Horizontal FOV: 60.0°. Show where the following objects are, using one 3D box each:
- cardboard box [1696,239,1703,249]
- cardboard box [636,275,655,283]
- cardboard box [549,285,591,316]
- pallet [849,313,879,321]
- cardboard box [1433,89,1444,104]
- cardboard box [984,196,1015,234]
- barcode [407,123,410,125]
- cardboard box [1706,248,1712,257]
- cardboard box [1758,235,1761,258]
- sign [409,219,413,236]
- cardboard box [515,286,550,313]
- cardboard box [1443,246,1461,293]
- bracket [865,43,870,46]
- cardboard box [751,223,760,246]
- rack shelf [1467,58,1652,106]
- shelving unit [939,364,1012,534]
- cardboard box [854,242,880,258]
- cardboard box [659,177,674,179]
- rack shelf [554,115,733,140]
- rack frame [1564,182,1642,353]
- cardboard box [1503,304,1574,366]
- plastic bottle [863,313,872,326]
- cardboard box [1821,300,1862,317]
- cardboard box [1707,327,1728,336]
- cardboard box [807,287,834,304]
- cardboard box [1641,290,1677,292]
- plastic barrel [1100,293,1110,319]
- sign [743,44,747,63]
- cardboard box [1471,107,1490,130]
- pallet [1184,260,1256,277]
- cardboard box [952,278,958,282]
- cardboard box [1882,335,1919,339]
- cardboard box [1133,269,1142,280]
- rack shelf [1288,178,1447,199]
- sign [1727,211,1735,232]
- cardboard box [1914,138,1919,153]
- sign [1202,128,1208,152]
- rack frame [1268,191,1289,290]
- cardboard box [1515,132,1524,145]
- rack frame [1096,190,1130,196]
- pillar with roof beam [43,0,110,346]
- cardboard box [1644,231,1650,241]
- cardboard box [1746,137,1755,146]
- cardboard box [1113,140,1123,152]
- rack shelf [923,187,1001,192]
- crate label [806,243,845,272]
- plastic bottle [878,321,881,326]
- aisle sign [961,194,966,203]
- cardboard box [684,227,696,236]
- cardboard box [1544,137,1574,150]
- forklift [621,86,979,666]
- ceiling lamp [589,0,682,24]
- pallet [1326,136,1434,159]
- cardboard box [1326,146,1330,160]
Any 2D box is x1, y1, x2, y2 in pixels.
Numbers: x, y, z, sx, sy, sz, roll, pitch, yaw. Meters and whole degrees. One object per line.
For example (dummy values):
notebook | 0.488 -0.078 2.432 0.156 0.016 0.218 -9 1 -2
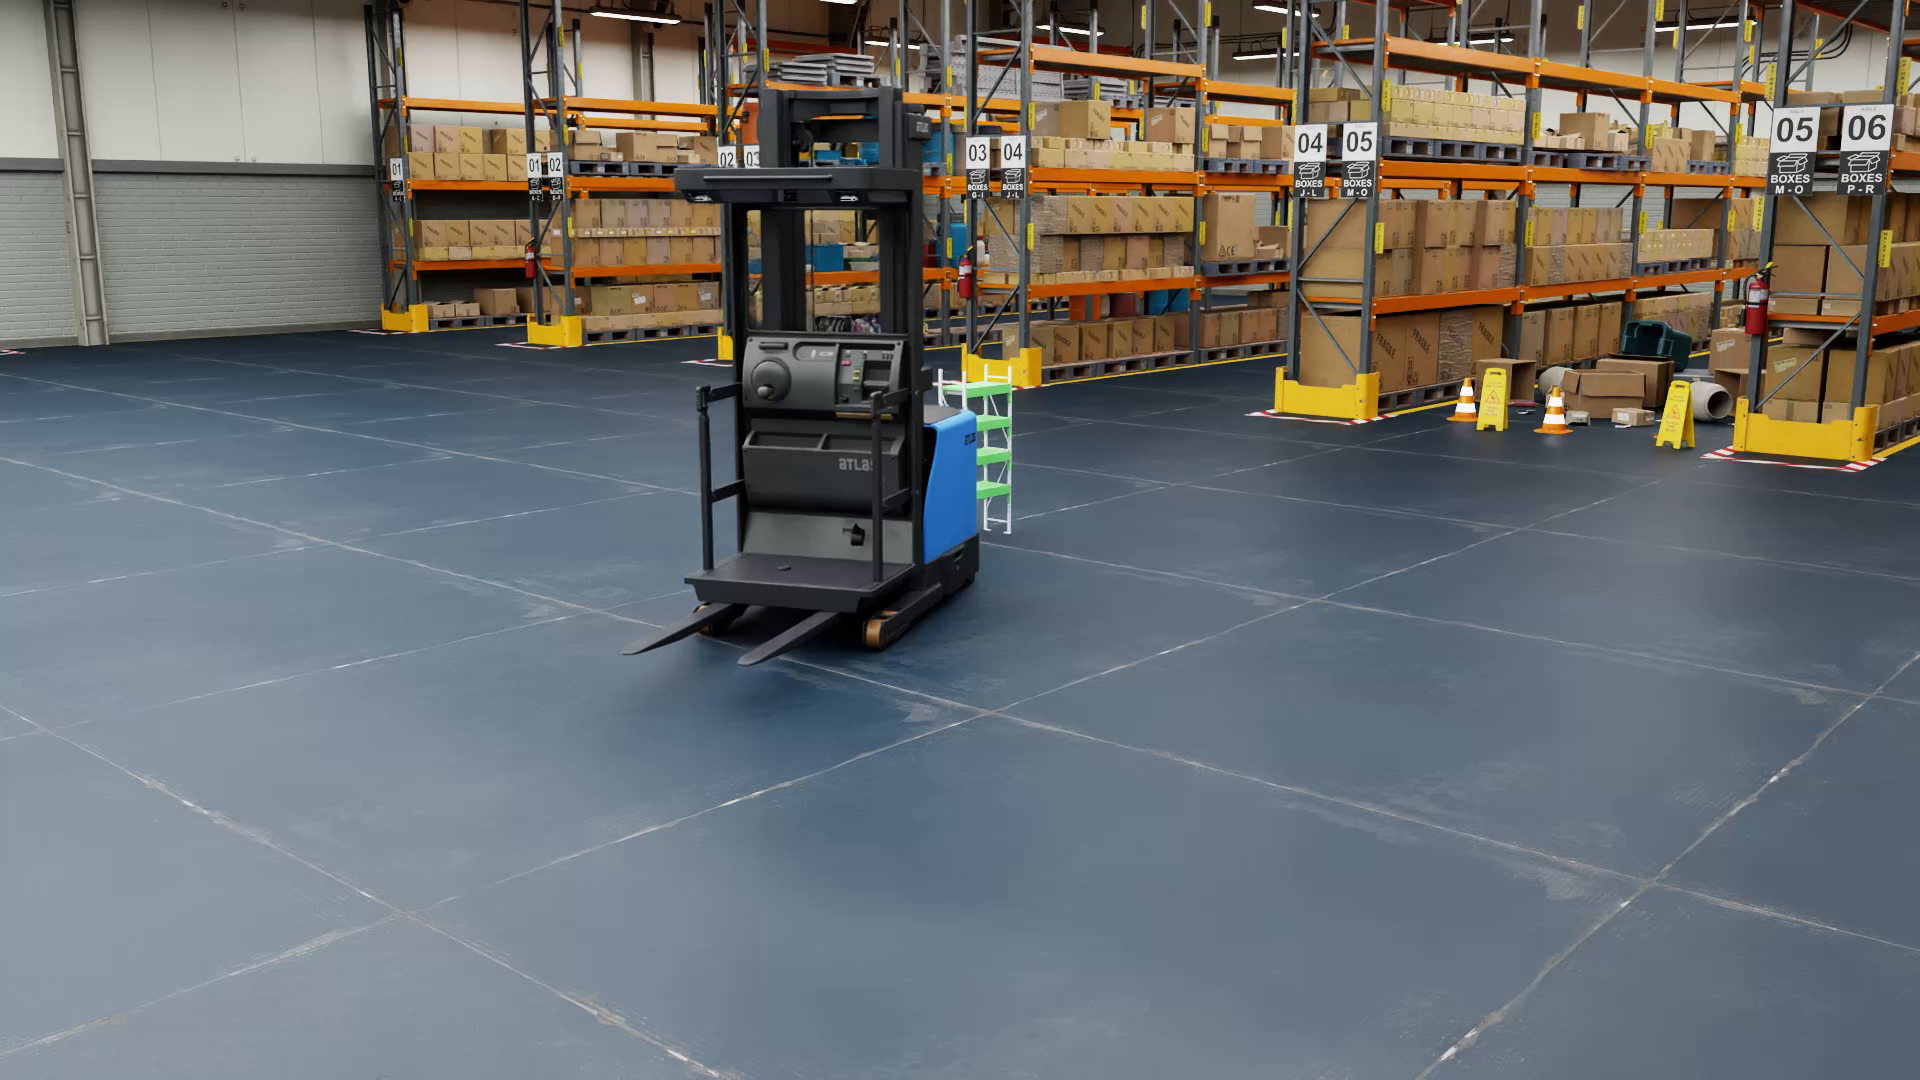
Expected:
cardboard box | 11.626 -4.737 26.580 0.380 0.149 0.250 11 15 43
cardboard box | -6.921 -5.678 35.828 0.500 0.250 0.500 9 15 39
cardboard box | -6.810 -4.182 29.026 0.500 0.500 0.500 10 15 40
pallet | -2.232 -4.533 33.869 1.003 0.211 1.213 10 15 40
cardboard box | 5.289 -5.053 18.973 0.380 0.149 0.250 9 15 39
cardboard box | 0.676 -4.356 22.297 0.500 0.500 0.500 10 15 40
barcode | -10.571 -7.953 31.874 0.001 0.075 0.075 10 15 40
cardboard box | 11.965 -4.666 26.985 0.380 0.149 0.250 9 15 39
cardboard box | 13.608 -5.129 28.716 0.500 0.500 0.500 11 16 43
sign | -10.256 -5.834 31.052 0.100 0.325 0.005 10 15 40
cardboard box | -8.678 -4.900 33.845 0.500 0.500 0.500 8 14 36
cardboard box | 5.498 -3.269 20.039 0.875 0.550 0.500 10 15 40
bracket | -2.390 -12.182 40.538 0.235 0.232 0.430 10 15 40
cardboard box | -4.870 -6.900 37.532 0.500 0.500 0.500 10 15 42
rack shelf | 8.118 -6.178 22.525 1.077 0.370 4.000 10 15 40
shelving unit | 0.109 -0.613 11.716 0.258 1.200 0.503 10 15 40
cardboard box | -1.932 -5.925 33.946 0.500 0.311 0.500 11 16 44
cardboard box | -6.308 -8.009 36.180 0.637 0.503 0.797 -10 15 -40
rack shelf | -6.703 -8.755 35.429 1.077 0.370 4.000 10 15 40
rack frame | 9.438 -4.079 24.476 1.000 3.000 0.127 10 15 40
cardboard box | 7.780 -2.838 22.932 1.050 0.750 0.750 10 15 40
plastic bottle | -1.551 -3.611 27.772 0.144 0.351 0.185 9 14 38
cardboard box | 8.322 -2.177 15.594 0.380 0.149 0.250 10 15 41
cardboard box | 12.561 -3.488 27.721 0.380 0.149 0.250 9 14 38
cardboard box | -2.826 -4.816 32.680 0.500 0.311 0.500 10 15 42
cardboard box | 11.393 -3.941 27.180 0.500 0.250 0.500 9 14 38
plastic barrel | 2.675 -4.530 32.015 0.421 0.512 0.421 0 11 0
sign | -3.899 -8.830 30.158 0.100 0.325 0.005 10 15 40
cardboard box | 6.000 -5.036 19.902 0.500 0.250 0.500 10 15 40
pallet | 3.753 -4.146 25.302 1.003 0.211 1.213 10 15 40
cardboard box | -0.181 -5.776 36.316 0.500 0.250 0.500 10 15 40
cardboard box | 10.060 -1.894 17.569 0.500 0.500 0.500 10 15 41
cardboard box | 2.356 -3.776 23.602 0.380 0.149 0.250 10 15 40
rack shelf | 7.100 -6.148 29.011 1.077 0.370 4.000 10 15 40
sign | 12.498 -5.164 26.953 0.100 0.325 0.005 10 15 40
cardboard box | 9.030 -3.796 16.039 0.380 0.149 0.250 9 15 39
sign | 3.552 -5.802 24.125 0.100 0.325 0.005 10 15 40
rack frame | 7.340 -6.553 36.860 1.000 3.000 0.127 10 15 40
cardboard box | 6.798 -4.998 20.734 0.380 0.149 0.250 10 15 40
rack frame | 3.621 -7.194 40.070 1.000 3.000 0.127 10 15 40
pillar with roof beam | -11.578 -7.197 24.769 9.100 9.000 0.400 10 15 40
cardboard box | 10.064 -4.536 24.816 0.380 0.149 0.250 9 15 39
cardboard box | 12.987 -6.630 27.675 0.380 0.149 0.250 9 15 39
cardboard box | 2.031 -5.432 22.955 0.380 0.149 0.250 9 14 38
rack shelf | -0.339 -7.429 35.426 1.077 0.370 4.000 10 15 40
crate label | -2.210 -4.522 26.602 0.502 0.435 0.616 10 15 40
plastic bottle | -1.240 -3.436 27.087 0.152 0.276 0.135 10 15 41
aisle sign | 0.171 -9.080 42.878 0.394 0.787 0.004 10 15 40
cardboard box | -4.991 -5.578 30.069 0.380 0.149 0.250 10 15 40
cardboard box | 7.918 -5.266 22.073 0.380 0.149 0.250 10 15 40
forklift | -0.821 -0.944 8.956 1.130 2.935 3.031 4 12 18
ceiling lamp | -6.004 -11.490 31.359 0.800 3.185 2.000 10 15 40
pallet | 4.639 -4.440 18.851 1.003 0.211 1.213 10 15 40
cardboard box | 5.652 -6.398 26.895 0.500 0.500 0.500 10 15 42
